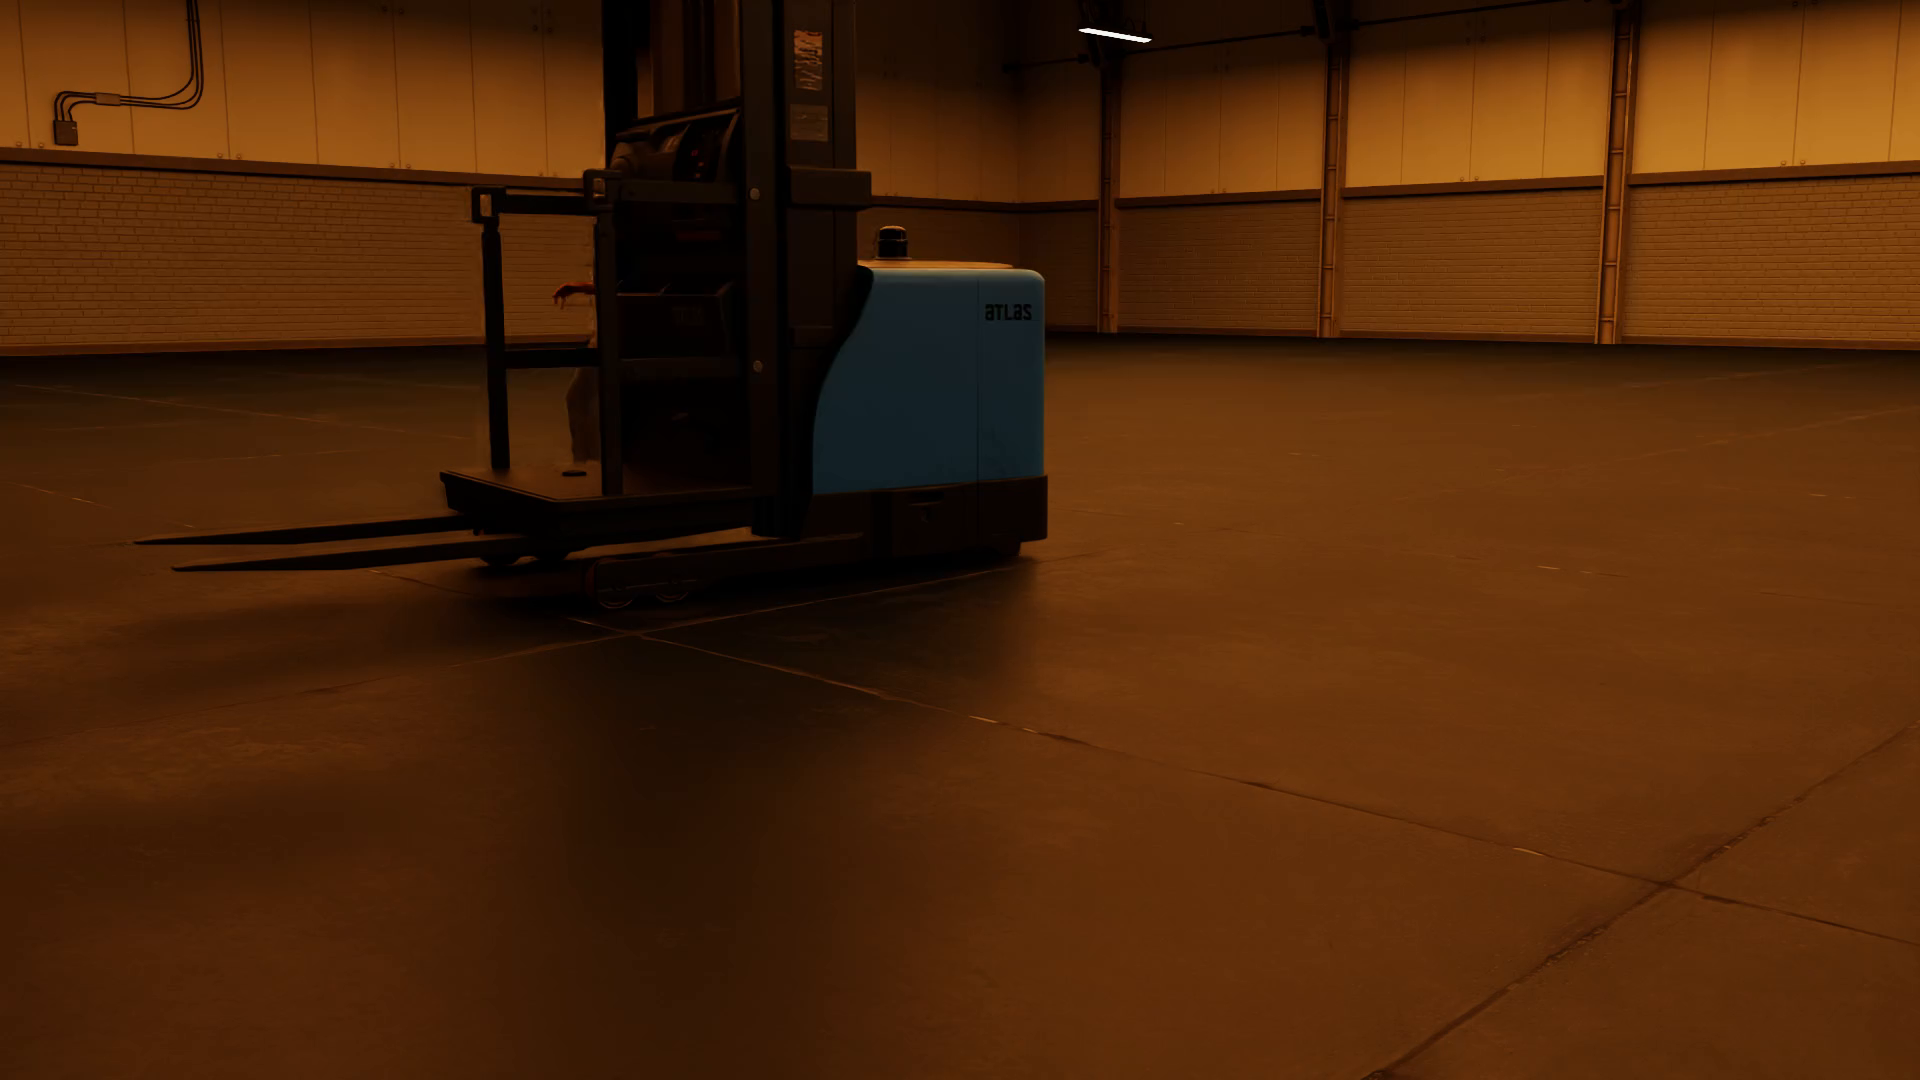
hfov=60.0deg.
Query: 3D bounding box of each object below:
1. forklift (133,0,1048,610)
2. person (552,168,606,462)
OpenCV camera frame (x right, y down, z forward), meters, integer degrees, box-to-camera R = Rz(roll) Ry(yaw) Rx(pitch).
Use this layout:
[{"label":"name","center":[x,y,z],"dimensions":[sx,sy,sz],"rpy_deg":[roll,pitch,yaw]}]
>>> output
[{"label":"forklift","center":[-1.165,-1.318,5.624],"dimensions":[3.031,2.935,1.130],"rpy_deg":[-6,10,-35]},{"label":"person","center":[-1.643,-1.006,8.191],"dimensions":[0.893,1.617,0.478],"rpy_deg":[2,9,15]}]
